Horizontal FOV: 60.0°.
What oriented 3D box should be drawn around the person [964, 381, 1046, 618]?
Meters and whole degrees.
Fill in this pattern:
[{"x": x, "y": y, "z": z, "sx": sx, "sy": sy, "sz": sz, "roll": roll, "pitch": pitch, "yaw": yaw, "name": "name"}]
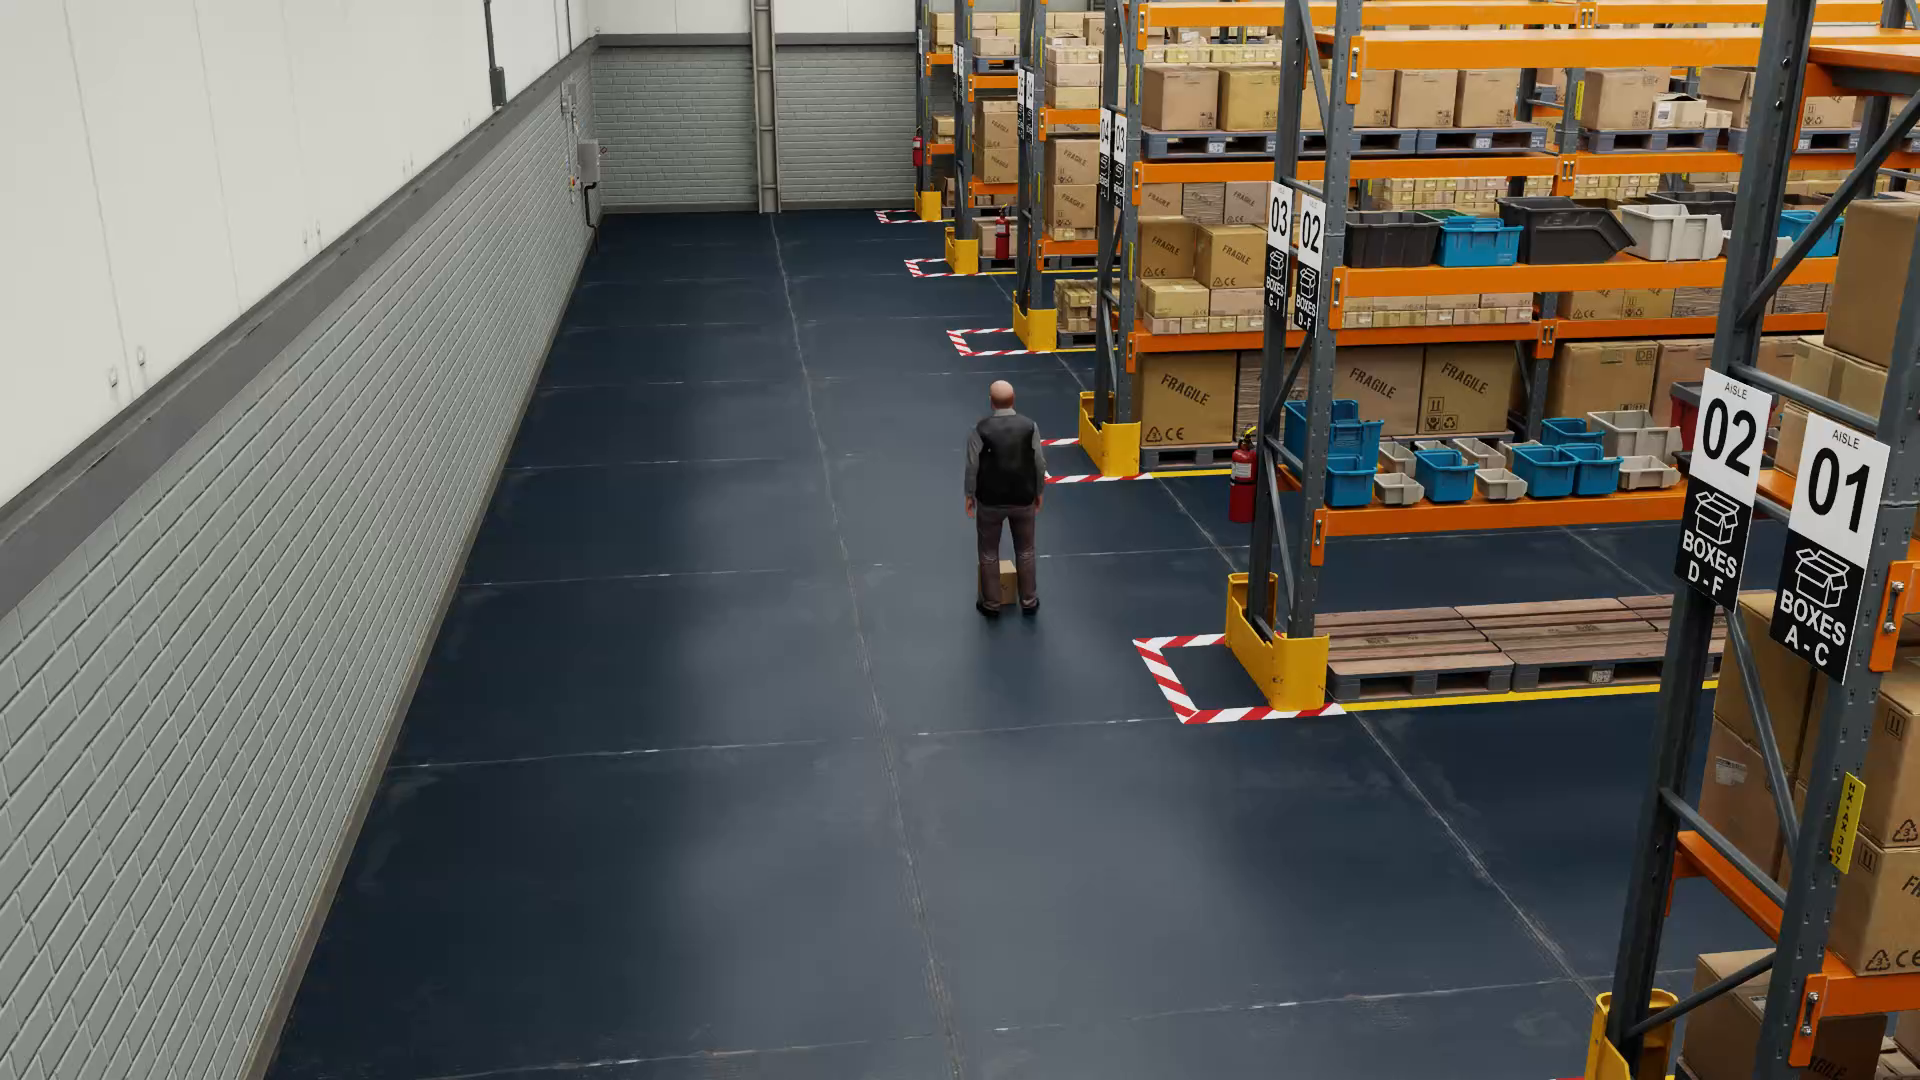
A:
[{"x": 0.323, "y": -0.280, "z": 11.883, "sx": 0.587, "sy": 1.721, "sz": 0.412, "roll": -3, "pitch": 20, "yaw": -9, "name": "person"}]
